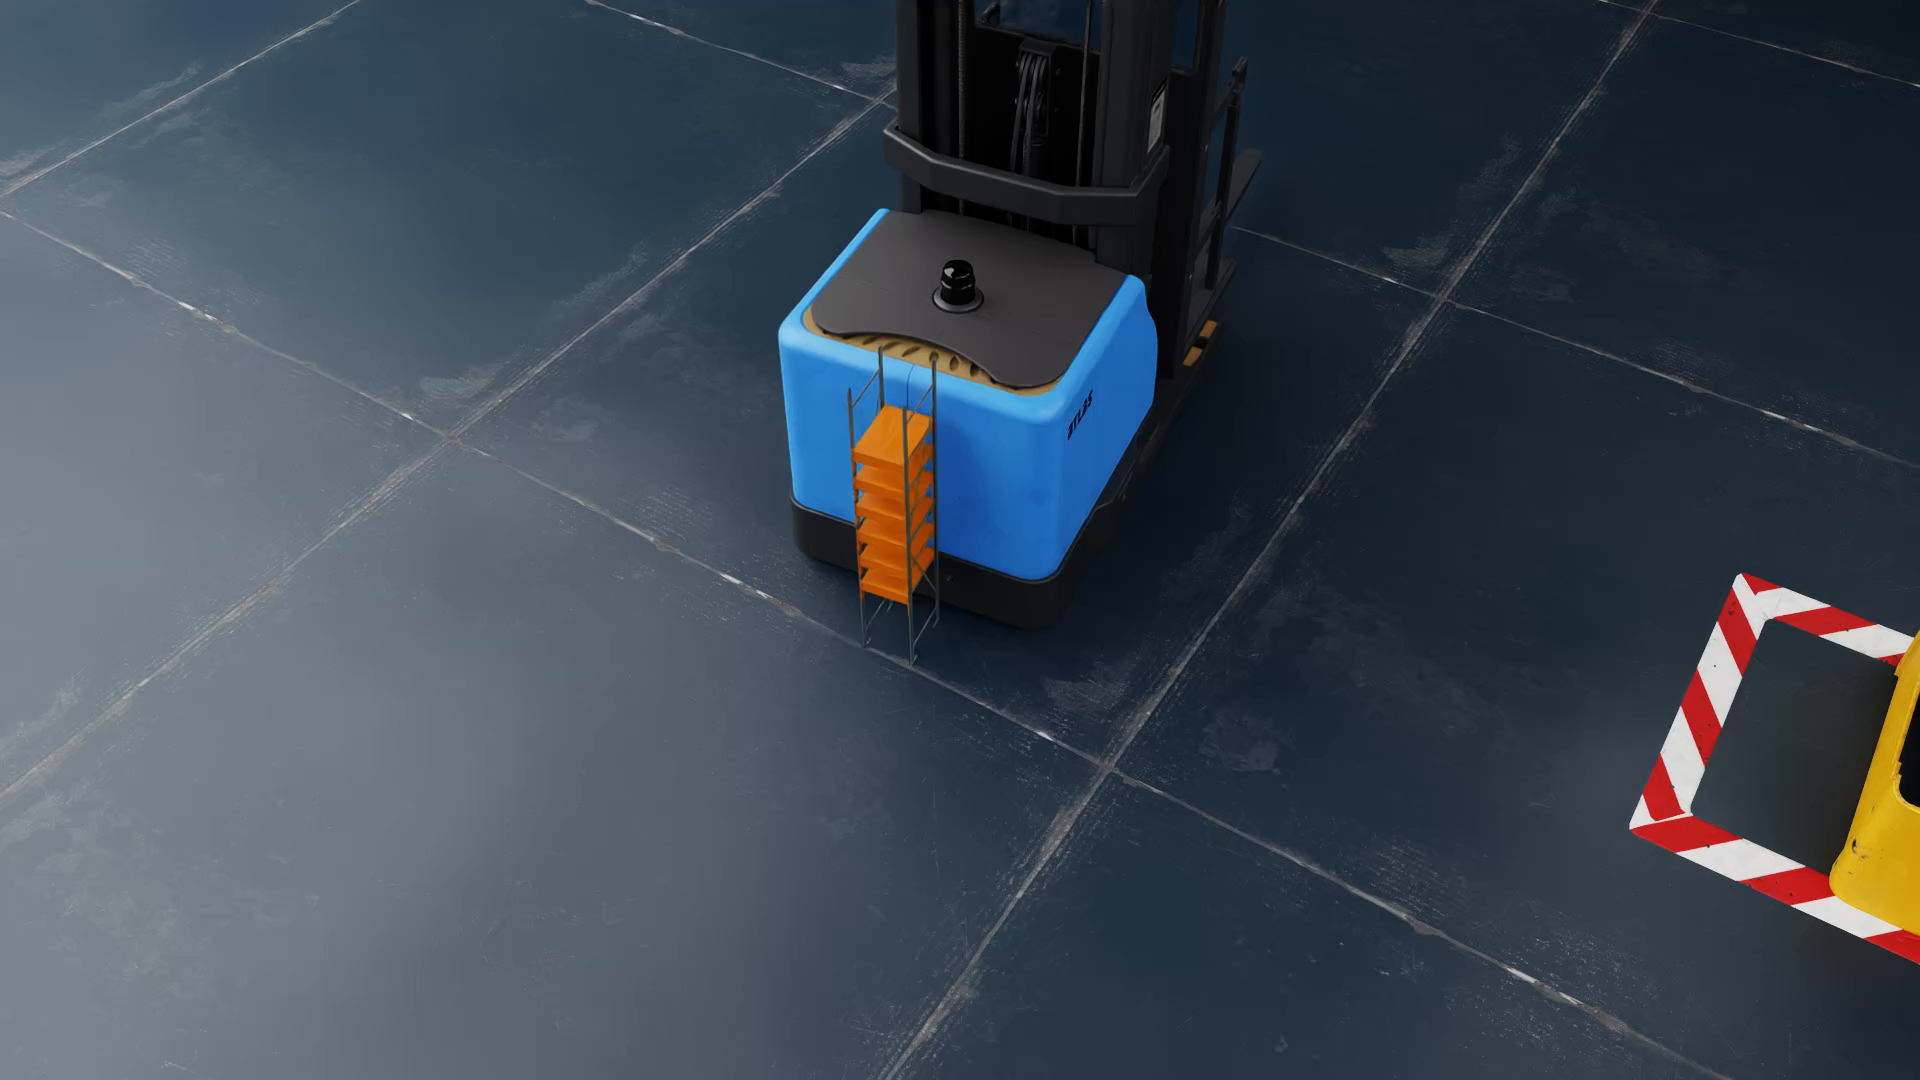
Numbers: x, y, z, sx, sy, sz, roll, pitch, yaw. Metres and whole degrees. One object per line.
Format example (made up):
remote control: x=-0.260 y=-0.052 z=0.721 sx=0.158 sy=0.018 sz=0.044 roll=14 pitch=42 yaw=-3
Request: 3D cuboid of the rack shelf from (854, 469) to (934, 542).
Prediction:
rack shelf: x=-0.208 y=-0.135 z=5.440 sx=0.180 sy=0.103 sz=0.258 roll=17 pitch=48 yaw=16

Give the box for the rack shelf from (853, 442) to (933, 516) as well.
rack shelf: x=-0.208 y=-0.219 z=5.353 sx=0.180 sy=0.103 sz=0.258 roll=17 pitch=48 yaw=16

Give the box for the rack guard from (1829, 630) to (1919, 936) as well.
rack guard: x=3.154 y=0.641 z=5.279 sx=0.348 sy=0.500 sz=1.175 roll=25 pitch=51 yaw=22

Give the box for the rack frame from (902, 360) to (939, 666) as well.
rack frame: x=-0.124 y=-0.057 z=5.469 sx=0.006 sy=1.200 sz=0.240 roll=17 pitch=48 yaw=16

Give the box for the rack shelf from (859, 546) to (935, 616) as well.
rack shelf: x=-0.208 y=0.116 z=5.698 sx=0.180 sy=0.103 sz=0.258 roll=17 pitch=48 yaw=16

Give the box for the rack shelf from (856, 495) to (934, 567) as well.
rack shelf: x=-0.208 y=-0.052 z=5.526 sx=0.180 sy=0.103 sz=0.258 roll=17 pitch=48 yaw=16

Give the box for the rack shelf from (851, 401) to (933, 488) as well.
rack shelf: x=-0.208 y=-0.303 z=5.267 sx=0.180 sy=0.103 sz=0.258 roll=17 pitch=48 yaw=16

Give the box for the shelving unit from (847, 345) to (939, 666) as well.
shelving unit: x=-0.208 y=-0.083 z=5.494 sx=0.189 sy=1.200 sz=0.258 roll=17 pitch=48 yaw=16

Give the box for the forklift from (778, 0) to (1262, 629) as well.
forklift: x=0.459 y=-1.776 z=5.932 sx=1.130 sy=2.935 sz=3.031 roll=18 pitch=49 yaw=17

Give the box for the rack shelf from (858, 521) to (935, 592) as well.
rack shelf: x=-0.208 y=0.032 z=5.612 sx=0.180 sy=0.103 sz=0.258 roll=17 pitch=48 yaw=16

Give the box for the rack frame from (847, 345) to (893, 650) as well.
rack frame: x=-0.292 y=-0.109 z=5.519 sx=0.006 sy=1.200 sz=0.240 roll=17 pitch=48 yaw=16
